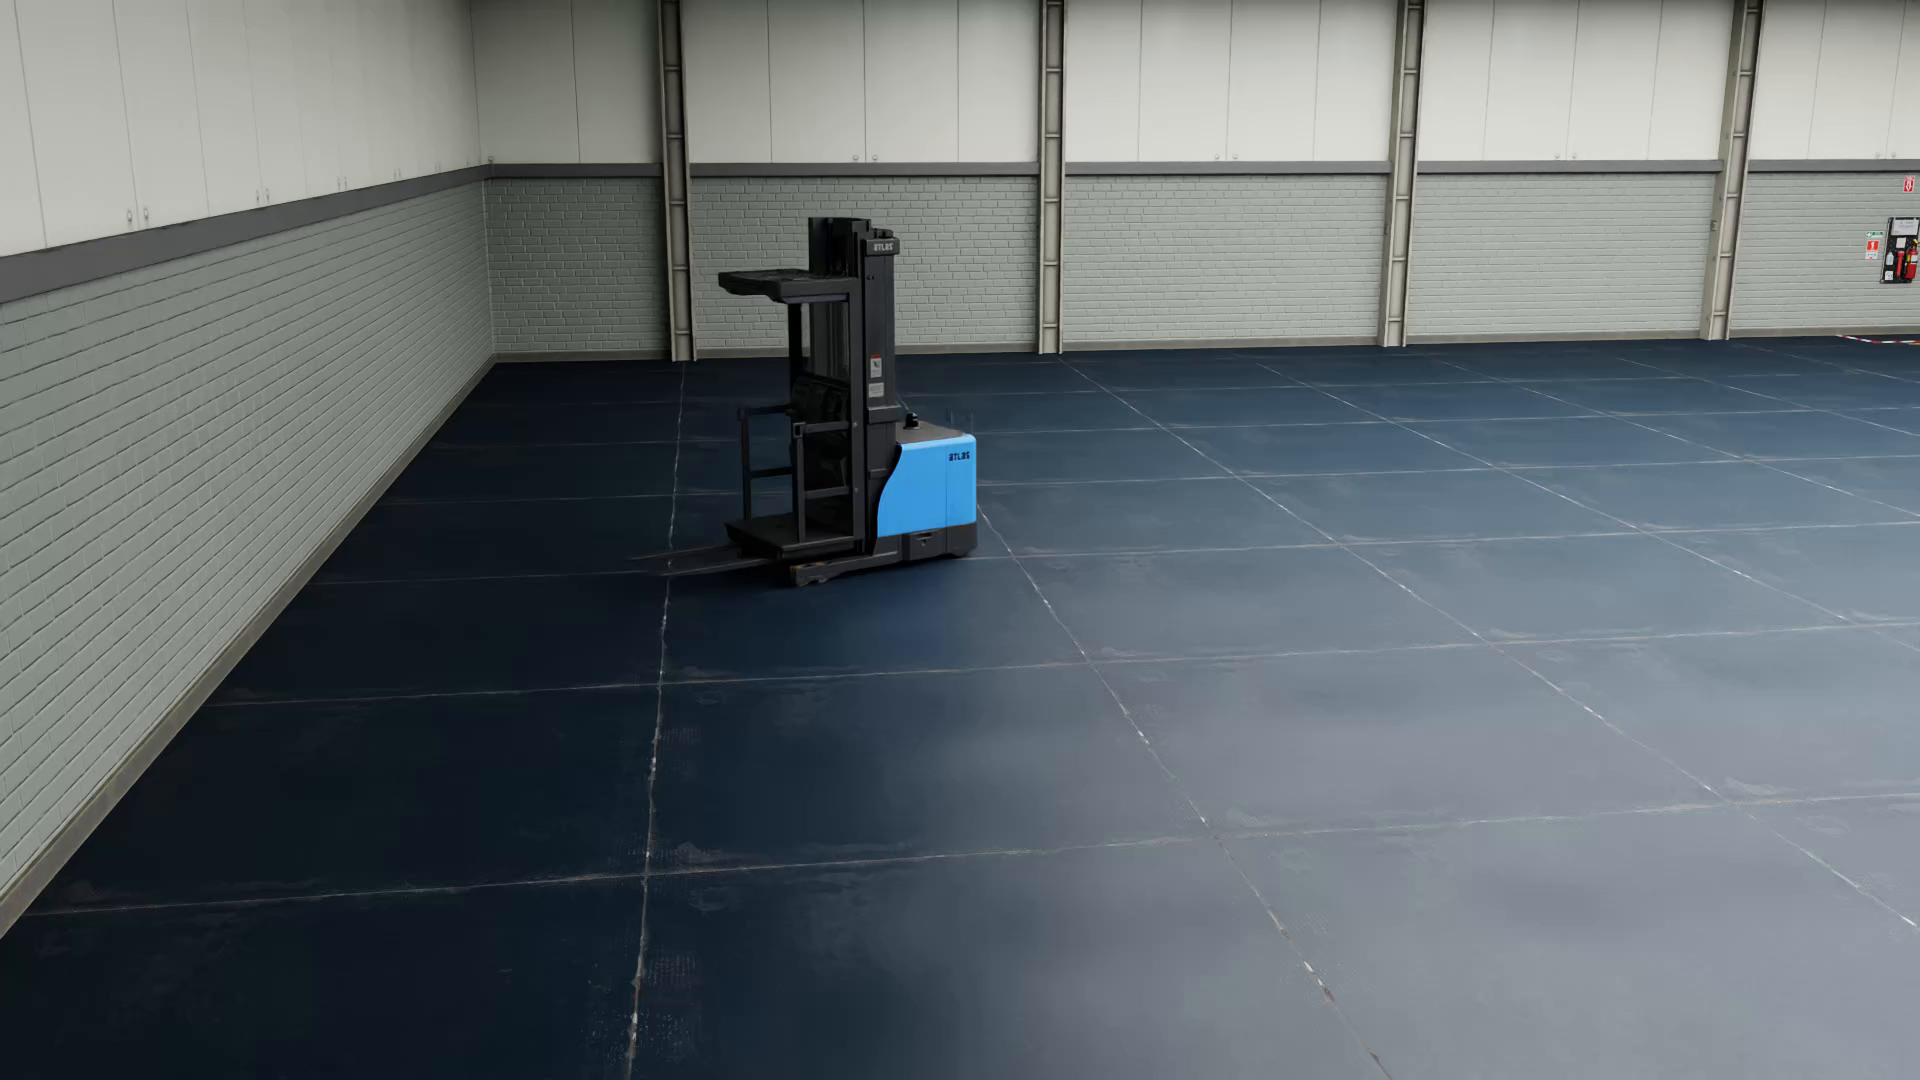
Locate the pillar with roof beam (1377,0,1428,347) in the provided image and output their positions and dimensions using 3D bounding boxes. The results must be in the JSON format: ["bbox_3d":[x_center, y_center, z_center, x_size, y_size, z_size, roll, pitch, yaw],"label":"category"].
[{"bbox_3d":[8.055,-6.675,23.367,0.400,9.000,9.100,-2,14,-8],"label":"pillar with roof beam"}]

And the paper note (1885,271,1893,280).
[{"bbox_3d":[16.645,-4.738,29.787,0.142,0.148,0.016,-2,14,-8],"label":"paper note"}]

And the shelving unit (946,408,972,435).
[{"bbox_3d":[-0.008,-0.582,15.106,0.189,1.200,0.258,-3,14,-11],"label":"shelving unit"}]

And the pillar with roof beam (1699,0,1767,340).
[{"bbox_3d":[13.988,-6.892,24.234,0.400,9.000,9.100,-2,14,-8],"label":"pillar with roof beam"}]

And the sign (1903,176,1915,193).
[{"bbox_3d":[16.808,-6.303,29.452,0.199,0.298,0.001,-2,14,-8],"label":"sign"}]

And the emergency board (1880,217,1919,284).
[{"bbox_3d":[16.831,-5.155,29.639,0.643,1.169,0.194,-2,14,-8],"label":"emergency board"}]

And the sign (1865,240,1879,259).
[{"bbox_3d":[16.268,-5.177,29.654,0.234,0.329,0.001,-2,14,-8],"label":"sign"}]

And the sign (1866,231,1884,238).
[{"bbox_3d":[16.274,-5.432,29.582,0.331,0.109,0.001,-2,14,-8],"label":"sign"}]

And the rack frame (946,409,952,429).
[{"bbox_3d":[-0.098,-0.578,15.088,0.006,1.200,0.240,-3,14,-11],"label":"rack frame"}]

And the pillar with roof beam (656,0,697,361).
[{"bbox_3d":[-3.811,-6.240,21.633,0.400,9.000,9.100,-2,14,-8],"label":"pillar with roof beam"}]

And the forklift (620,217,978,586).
[{"bbox_3d":[-1.357,-1.187,13.960,3.031,2.935,1.130,-9,17,-32],"label":"forklift"}]

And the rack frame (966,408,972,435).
[{"bbox_3d":[0.082,-0.587,15.123,0.006,1.200,0.240,-3,14,-11],"label":"rack frame"}]

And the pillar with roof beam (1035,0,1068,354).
[{"bbox_3d":[2.122,-6.458,22.500,0.400,9.000,9.100,-2,14,-8],"label":"pillar with roof beam"}]
